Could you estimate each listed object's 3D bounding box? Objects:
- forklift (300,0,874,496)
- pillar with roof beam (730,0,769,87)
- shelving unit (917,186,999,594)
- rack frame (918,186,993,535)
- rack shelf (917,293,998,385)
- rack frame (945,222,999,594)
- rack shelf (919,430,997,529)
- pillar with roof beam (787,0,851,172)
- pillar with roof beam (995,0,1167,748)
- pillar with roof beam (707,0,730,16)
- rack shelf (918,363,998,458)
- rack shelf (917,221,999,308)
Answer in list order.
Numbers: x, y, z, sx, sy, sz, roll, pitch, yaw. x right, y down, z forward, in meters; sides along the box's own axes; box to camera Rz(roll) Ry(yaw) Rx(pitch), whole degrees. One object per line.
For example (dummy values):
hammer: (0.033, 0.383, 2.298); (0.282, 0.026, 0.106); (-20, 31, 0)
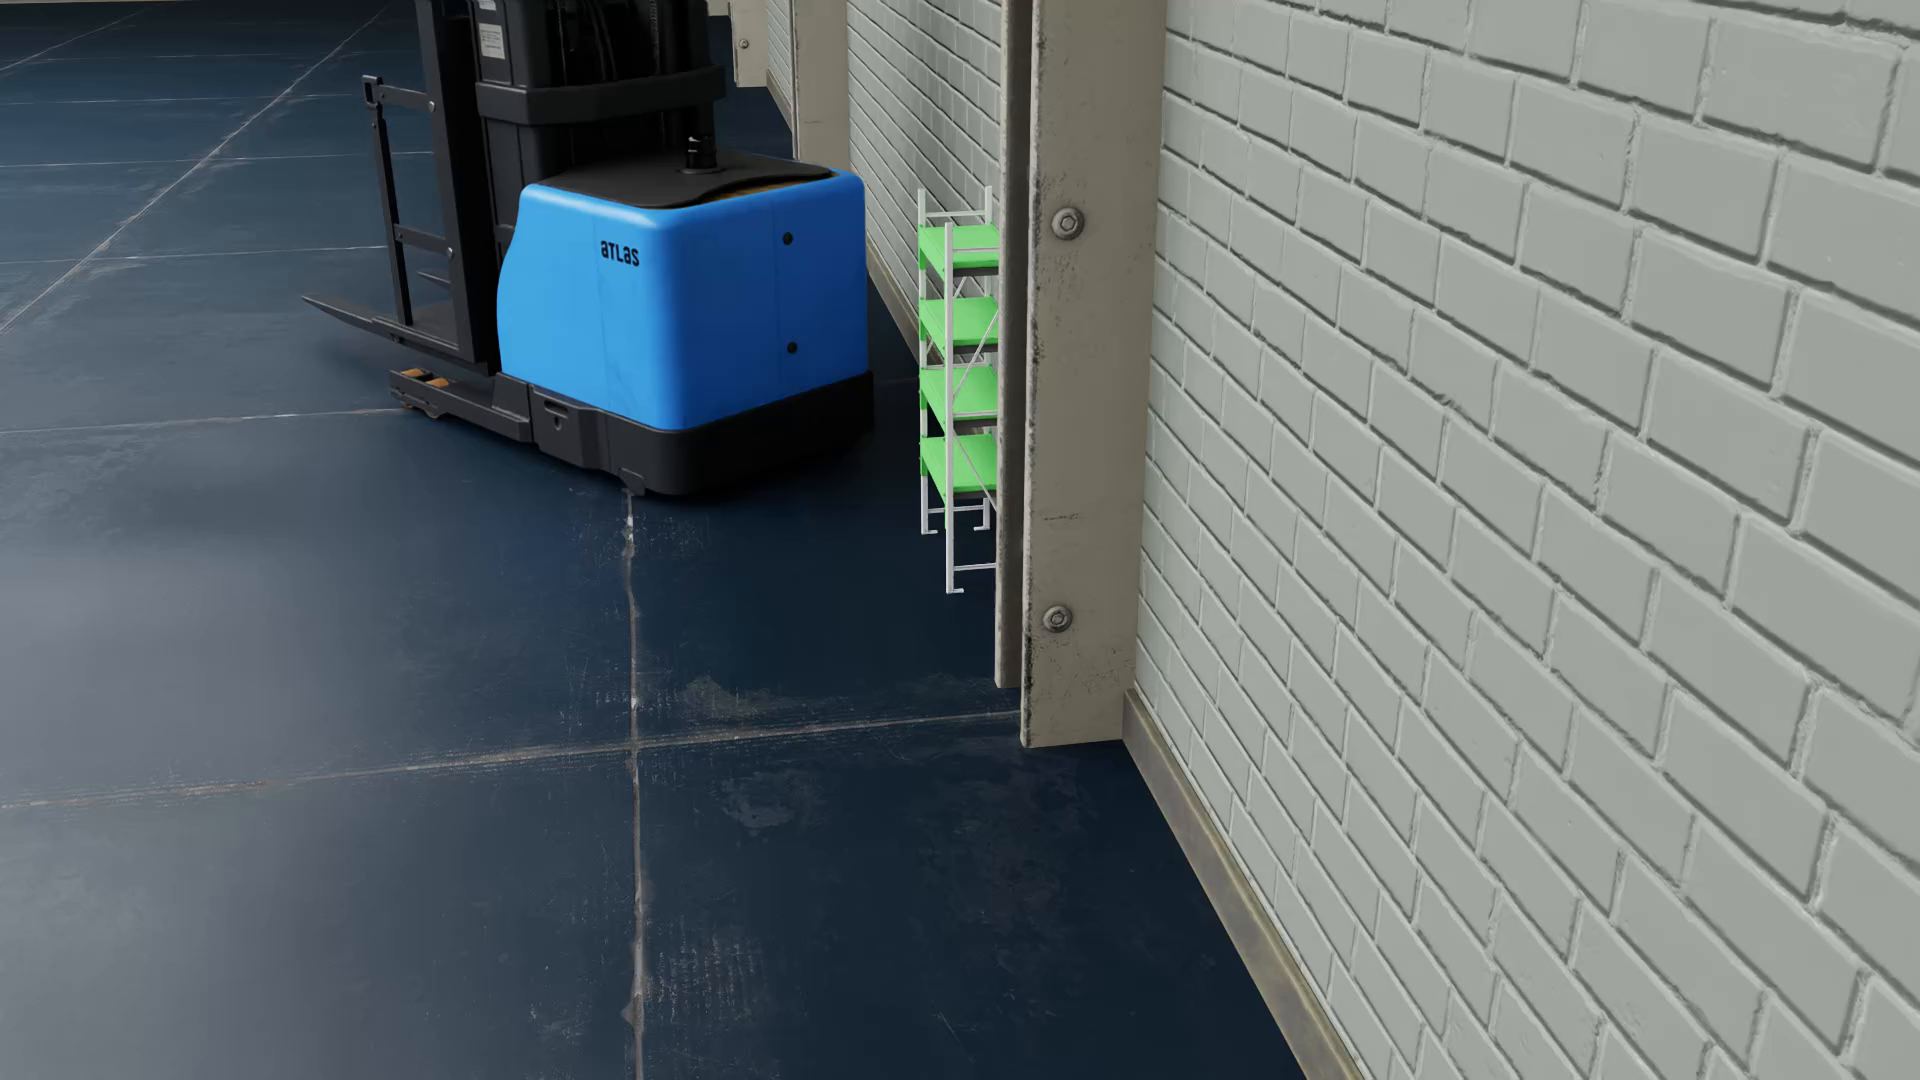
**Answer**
forklift: (-1.768, -1.982, 6.627); (3.031, 2.935, 1.130); (20, 31, 38)
pillar with roof beam: (-6.162, -8.055, 12.950); (9.100, 9.000, 0.400); (-4, 24, -10)
shelving unit: (0.031, -0.485, 5.361); (0.258, 1.200, 0.503); (-4, 24, -10)
rack frame: (-0.015, -0.581, 5.581); (0.240, 1.200, 0.015); (-4, 24, -10)
rack shelf: (0.031, -0.646, 5.290); (0.258, 0.148, 0.480); (-4, 24, -10)
rack frame: (0.076, -0.389, 5.141); (0.240, 1.200, 0.015); (-4, 24, -10)
rack shelf: (0.031, -0.206, 5.482); (0.258, 0.148, 0.480); (-4, 24, -10)
pillar with roof beam: (-5.052, -5.695, 7.547); (9.100, 9.000, 0.400); (-4, 24, -10)
pillar with roof beam: (-3.943, -3.335, 2.143); (9.100, 9.000, 0.400); (-4, 24, -10)
pillar with roof beam: (-7.271, -10.415, 18.354); (9.100, 9.000, 0.400); (-4, 24, -10)
rack shelf: (0.031, -0.426, 5.386); (0.258, 0.148, 0.480); (-4, 24, -10)
rack shelf: (0.031, -0.866, 5.194); (0.258, 0.148, 0.480); (-4, 24, -10)
